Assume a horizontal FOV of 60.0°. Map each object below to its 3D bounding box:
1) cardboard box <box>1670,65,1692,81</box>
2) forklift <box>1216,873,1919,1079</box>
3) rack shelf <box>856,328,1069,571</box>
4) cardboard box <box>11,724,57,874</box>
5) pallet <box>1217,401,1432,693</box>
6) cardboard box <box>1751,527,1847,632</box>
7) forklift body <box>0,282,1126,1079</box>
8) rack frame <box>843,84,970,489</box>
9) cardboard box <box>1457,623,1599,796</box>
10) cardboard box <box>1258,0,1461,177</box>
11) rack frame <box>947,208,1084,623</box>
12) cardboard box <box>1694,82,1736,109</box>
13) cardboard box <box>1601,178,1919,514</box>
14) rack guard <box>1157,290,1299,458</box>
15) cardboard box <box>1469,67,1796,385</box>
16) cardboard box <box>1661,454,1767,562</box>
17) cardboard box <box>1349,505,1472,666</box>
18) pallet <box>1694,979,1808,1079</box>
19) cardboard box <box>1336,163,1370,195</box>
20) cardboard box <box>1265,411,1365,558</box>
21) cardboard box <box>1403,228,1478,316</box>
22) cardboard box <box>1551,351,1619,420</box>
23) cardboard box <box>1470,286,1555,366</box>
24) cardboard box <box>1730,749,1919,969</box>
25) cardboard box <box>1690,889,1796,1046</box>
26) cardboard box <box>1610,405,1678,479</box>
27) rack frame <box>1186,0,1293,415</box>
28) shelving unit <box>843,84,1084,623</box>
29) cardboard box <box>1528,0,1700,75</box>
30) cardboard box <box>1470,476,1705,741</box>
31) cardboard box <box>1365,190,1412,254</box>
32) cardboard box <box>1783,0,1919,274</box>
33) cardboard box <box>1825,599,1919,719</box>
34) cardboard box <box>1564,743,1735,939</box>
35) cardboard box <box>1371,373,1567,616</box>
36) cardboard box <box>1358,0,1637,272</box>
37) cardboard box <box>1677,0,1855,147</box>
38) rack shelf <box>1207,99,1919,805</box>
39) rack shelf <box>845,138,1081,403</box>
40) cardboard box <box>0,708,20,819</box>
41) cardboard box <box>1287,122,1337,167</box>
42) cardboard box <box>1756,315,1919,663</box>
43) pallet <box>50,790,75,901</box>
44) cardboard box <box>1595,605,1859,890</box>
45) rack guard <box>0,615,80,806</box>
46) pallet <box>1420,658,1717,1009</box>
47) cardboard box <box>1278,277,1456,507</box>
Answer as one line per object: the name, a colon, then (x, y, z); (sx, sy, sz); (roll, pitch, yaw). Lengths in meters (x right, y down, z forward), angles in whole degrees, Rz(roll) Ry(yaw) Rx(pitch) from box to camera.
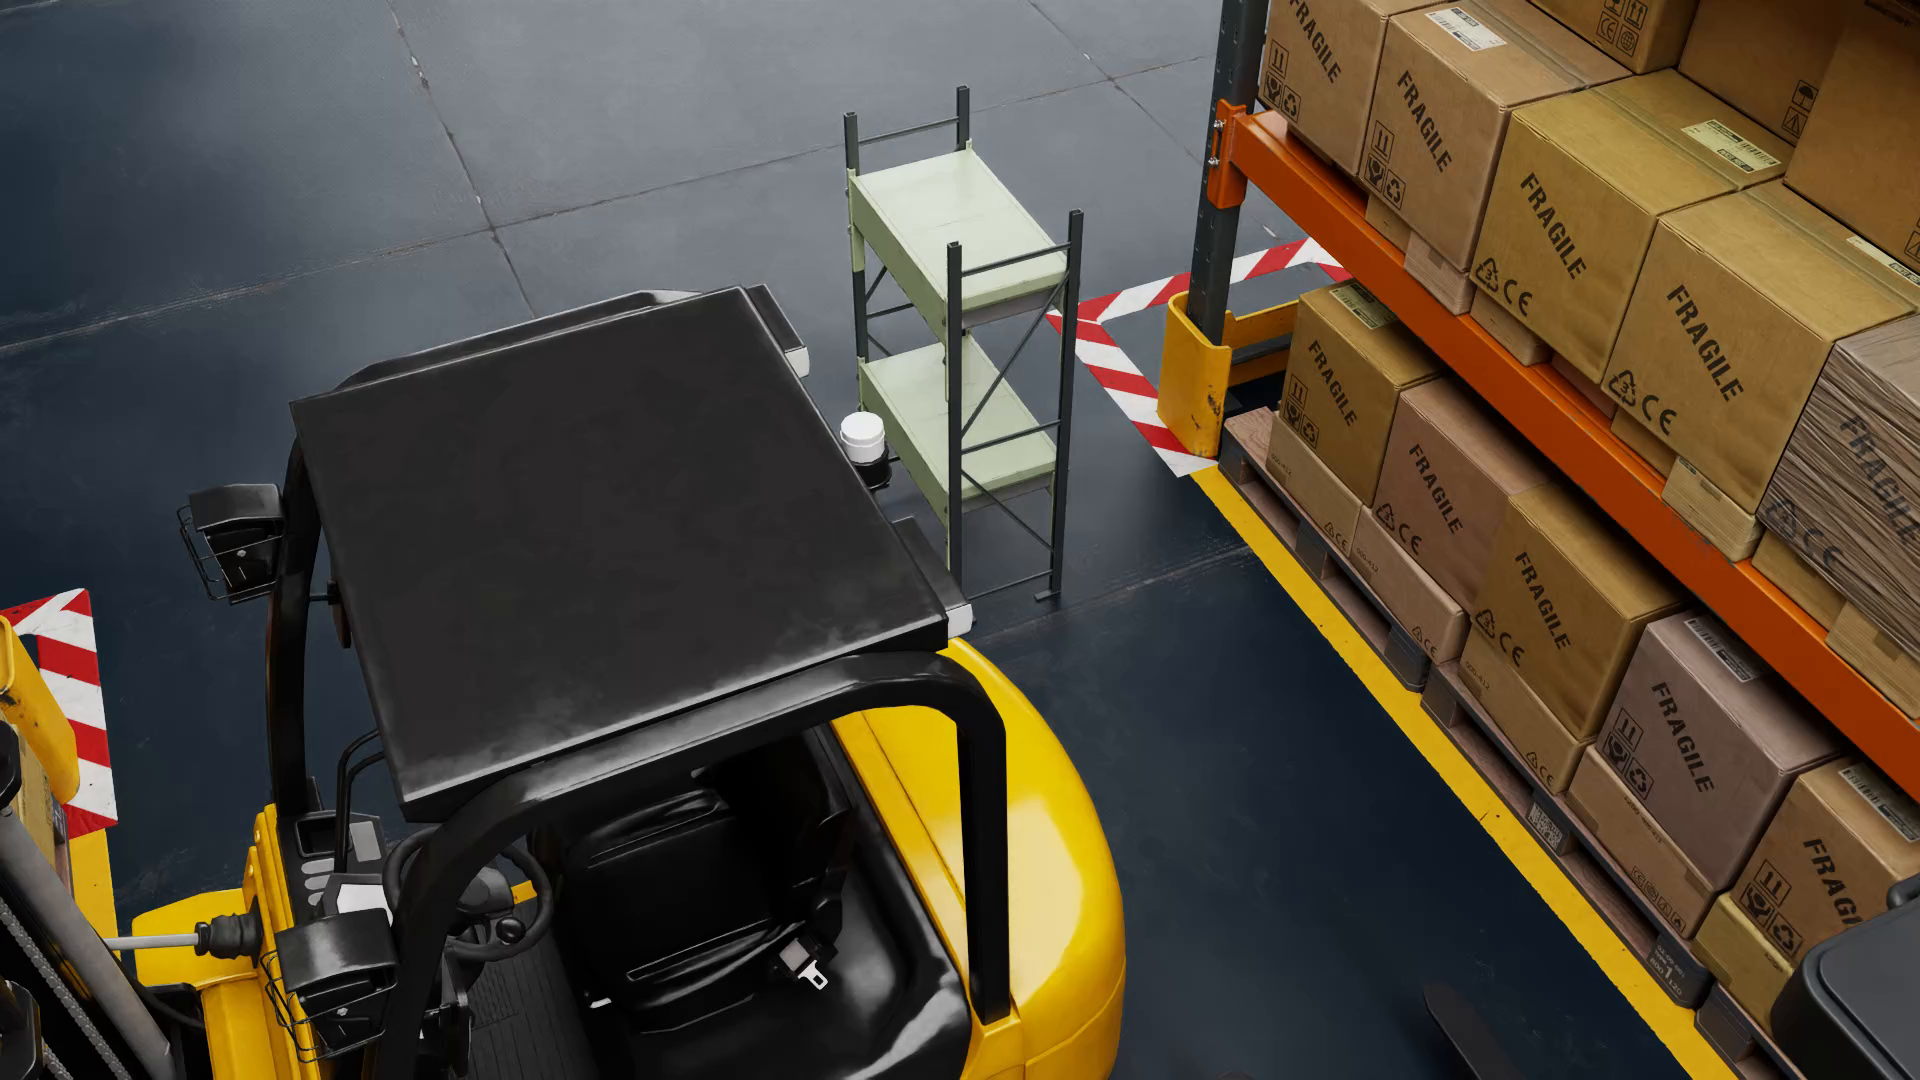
cardboard box: (1.971, -1.238, 4.586); (0.500, 0.500, 0.500); (-18, 47, -17)
forklift: (1.551, 1.312, 2.333); (1.130, 2.935, 3.031); (-17, 47, -17)
rack shelf: (-0.003, -0.306, 5.457); (0.431, 0.370, 0.720); (-18, 47, -17)
cardboard box: (-2.731, 0.822, 4.440); (0.500, 0.250, 0.500); (-18, 47, -17)
pallet: (1.628, -0.113, 5.714); (1.003, 0.211, 1.213); (-18, 47, -17)
cardboard box: (2.046, 0.023, 3.769); (0.380, 0.149, 0.250); (-19, 48, -18)
forklift body: (-0.763, 0.758, 3.450); (2.313, 2.155, 1.214); (-18, 47, -17)
rack frame: (-0.157, -0.771, 5.464); (0.400, 1.500, 0.023); (-18, 47, -17)
cardboard box: (1.824, 0.415, 4.853); (0.500, 0.250, 0.500); (-15, 47, -15)
cardboard box: (1.234, -1.440, 4.790); (0.500, 0.500, 0.500); (-19, 48, -18)
rack frame: (0.151, -0.305, 4.991); (0.400, 1.500, 0.023); (-18, 47, -17)
cardboard box: (2.178, -0.918, 4.262); (0.500, 0.500, 0.500); (-18, 47, -18)
cardboard box: (1.891, -0.464, 3.802); (0.500, 0.500, 0.500); (-19, 48, -18)
rack guard: (1.319, -0.744, 6.148); (1.175, 0.500, 0.348); (-18, 47, -17)
cardboard box: (1.670, -0.786, 4.128); (0.500, 0.500, 0.500); (-19, 48, -18)
cardboard box: (1.905, -0.130, 3.925); (0.380, 0.149, 0.250); (-18, 47, -17)
cardboard box: (1.583, 0.071, 5.201); (0.500, 0.250, 0.500); (-16, 47, -16)
pallet: (2.654, 1.442, 4.138); (1.003, 0.211, 1.213); (-18, 47, -17)
cardboard box: (1.361, -1.158, 4.967); (0.380, 0.149, 0.250); (-17, 47, -17)
cardboard box: (1.375, -0.257, 5.533); (0.500, 0.250, 0.500); (-18, 48, -18)
cardboard box: (1.464, -0.790, 4.594); (0.380, 0.149, 0.250); (-17, 47, -17)
cardboard box: (1.769, -0.484, 4.284); (0.380, 0.149, 0.250); (-17, 47, -16)
cardboard box: (1.603, -0.635, 4.437); (0.380, 0.149, 0.250); (-17, 47, -16)
cardboard box: (2.261, 0.808, 3.920); (0.500, 0.500, 0.500); (-17, 47, -17)
cardboard box: (2.243, 1.063, 4.196); (0.500, 0.250, 0.500); (-19, 48, -18)
cardboard box: (1.853, -0.307, 4.105); (0.380, 0.149, 0.250); (-19, 48, -18)
rack frame: (1.287, -1.682, 5.319); (1.000, 3.000, 0.127); (-18, 47, -17)
shelving unit: (-0.003, -0.538, 5.228); (0.431, 1.500, 0.755); (-18, 47, -17)
cardboard box: (1.906, -1.593, 4.234); (0.700, 0.500, 0.500); (-18, 47, -17)
cardboard box: (1.813, 0.145, 4.592); (0.500, 0.500, 0.500); (-17, 47, -17)
cardboard box: (1.399, -0.965, 4.771); (0.380, 0.149, 0.250); (-19, 48, -19)
cardboard box: (2.297, -0.940, 3.572); (0.700, 0.500, 0.500); (-18, 47, -18)
cardboard box: (2.127, 0.195, 3.595); (0.380, 0.149, 0.250); (-19, 48, -18)
cardboard box: (2.034, 0.737, 4.526); (0.500, 0.250, 0.500); (-17, 47, -17)
cardboard box: (1.609, -0.177, 4.918); (0.500, 0.500, 0.500); (-20, 48, -19)
cardboard box: (1.455, -1.110, 4.457); (0.500, 0.500, 0.500); (-17, 47, -16)
cardboard box: (2.213, -1.299, 3.936); (0.700, 0.500, 0.500); (-19, 48, -18)
rack shelf: (2.128, -0.151, 4.280); (1.077, 0.370, 4.000); (-18, 47, -17)
rack shelf: (-0.003, -0.816, 4.953); (0.431, 0.370, 0.720); (-18, 47, -17)
cardboard box: (-2.727, 0.656, 4.253); (0.500, 0.250, 0.500); (-19, 48, -18)
cardboard box: (1.242, -1.315, 5.126); (0.380, 0.149, 0.250); (-18, 47, -17)
cardboard box: (2.111, -0.139, 3.473); (0.500, 0.500, 0.500); (-17, 47, -16)
pallet: (-2.856, 1.254, 4.329); (1.003, 0.211, 1.213); (-18, 47, -17)
cardboard box: (2.045, 0.483, 4.249); (0.500, 0.500, 0.500); (-16, 47, -15)
rack guard: (-3.225, 0.661, 4.724); (1.175, 0.500, 0.348); (-18, 47, -17)
pallet: (2.137, 0.664, 4.927); (1.003, 0.211, 1.213); (-18, 47, -17)
cardboard box: (1.385, -0.509, 5.255); (0.500, 0.500, 0.500); (-20, 48, -19)
